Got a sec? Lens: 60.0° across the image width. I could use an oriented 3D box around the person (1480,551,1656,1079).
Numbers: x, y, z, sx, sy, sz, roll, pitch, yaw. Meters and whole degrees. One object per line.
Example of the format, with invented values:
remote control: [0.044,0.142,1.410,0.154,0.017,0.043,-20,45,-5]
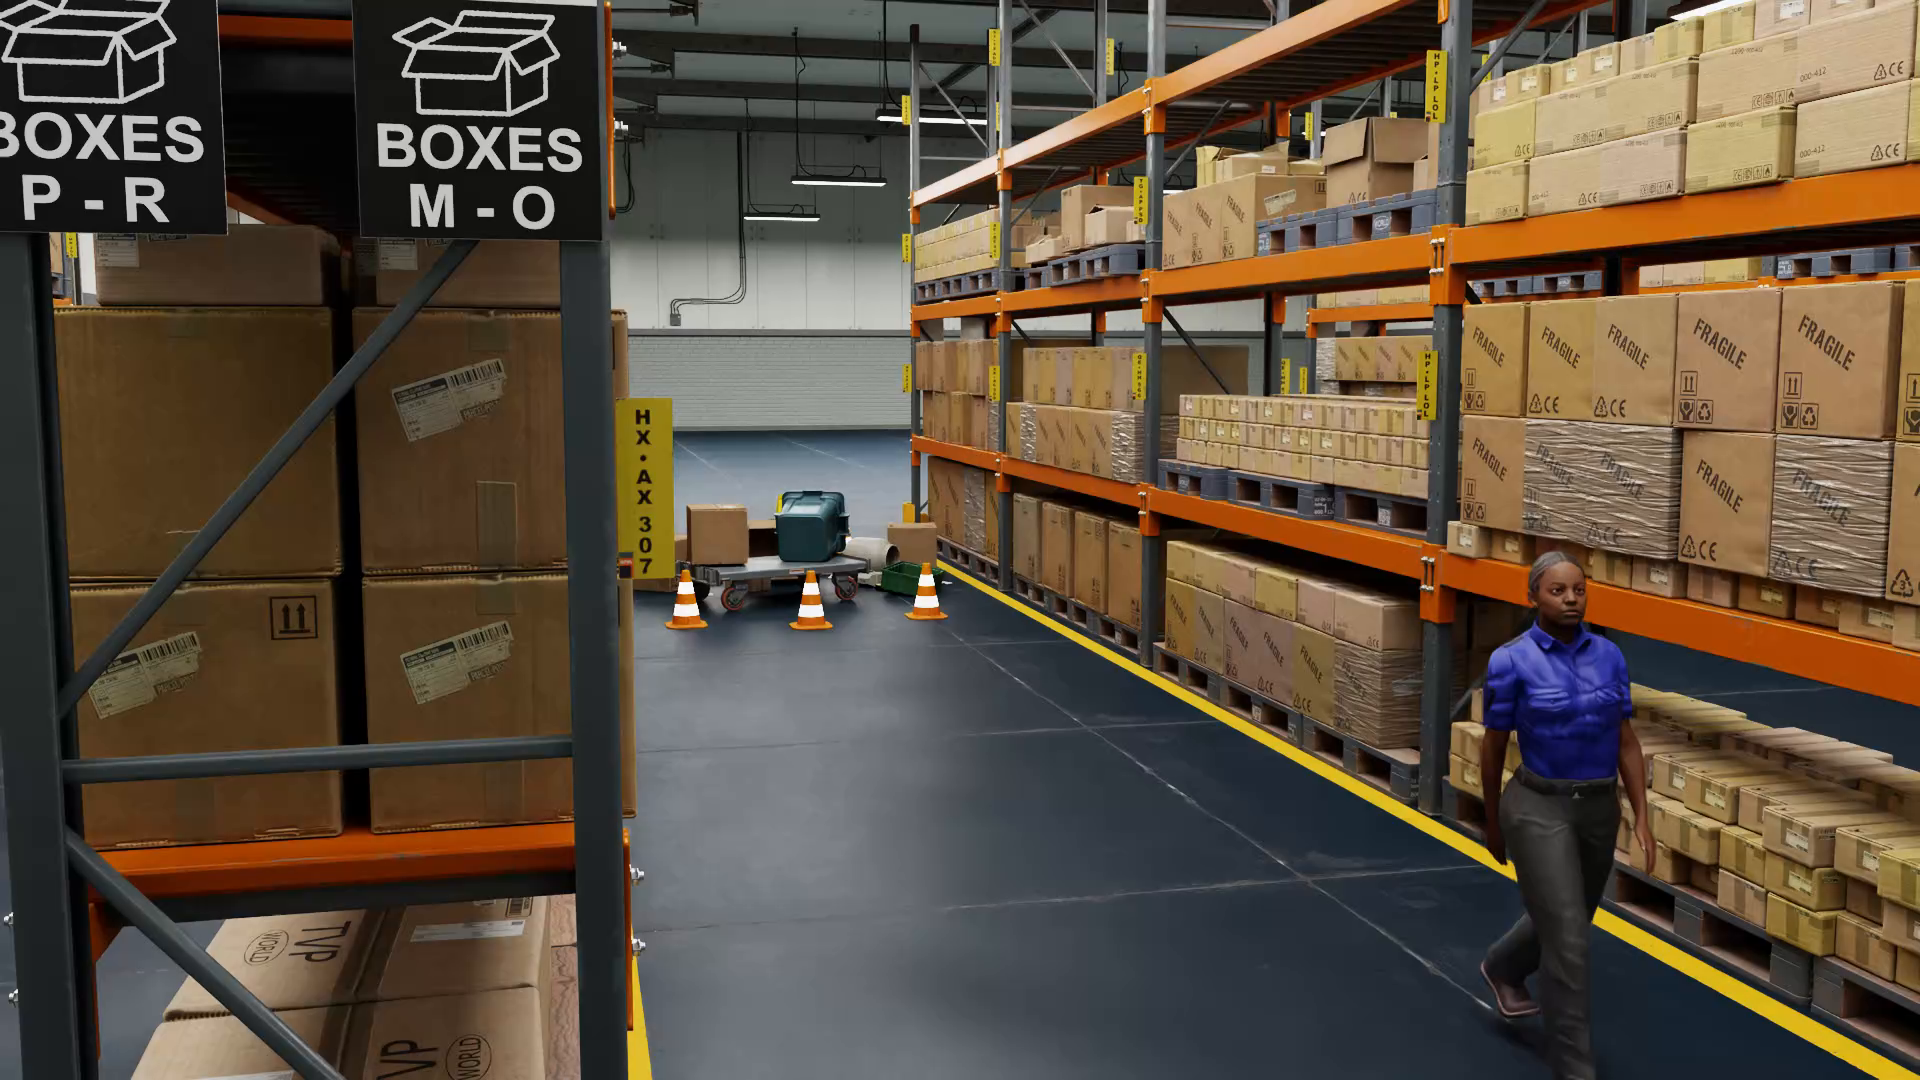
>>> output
person: [1.821,0.834,5.051,0.434,1.604,0.967,-1,6,-13]
